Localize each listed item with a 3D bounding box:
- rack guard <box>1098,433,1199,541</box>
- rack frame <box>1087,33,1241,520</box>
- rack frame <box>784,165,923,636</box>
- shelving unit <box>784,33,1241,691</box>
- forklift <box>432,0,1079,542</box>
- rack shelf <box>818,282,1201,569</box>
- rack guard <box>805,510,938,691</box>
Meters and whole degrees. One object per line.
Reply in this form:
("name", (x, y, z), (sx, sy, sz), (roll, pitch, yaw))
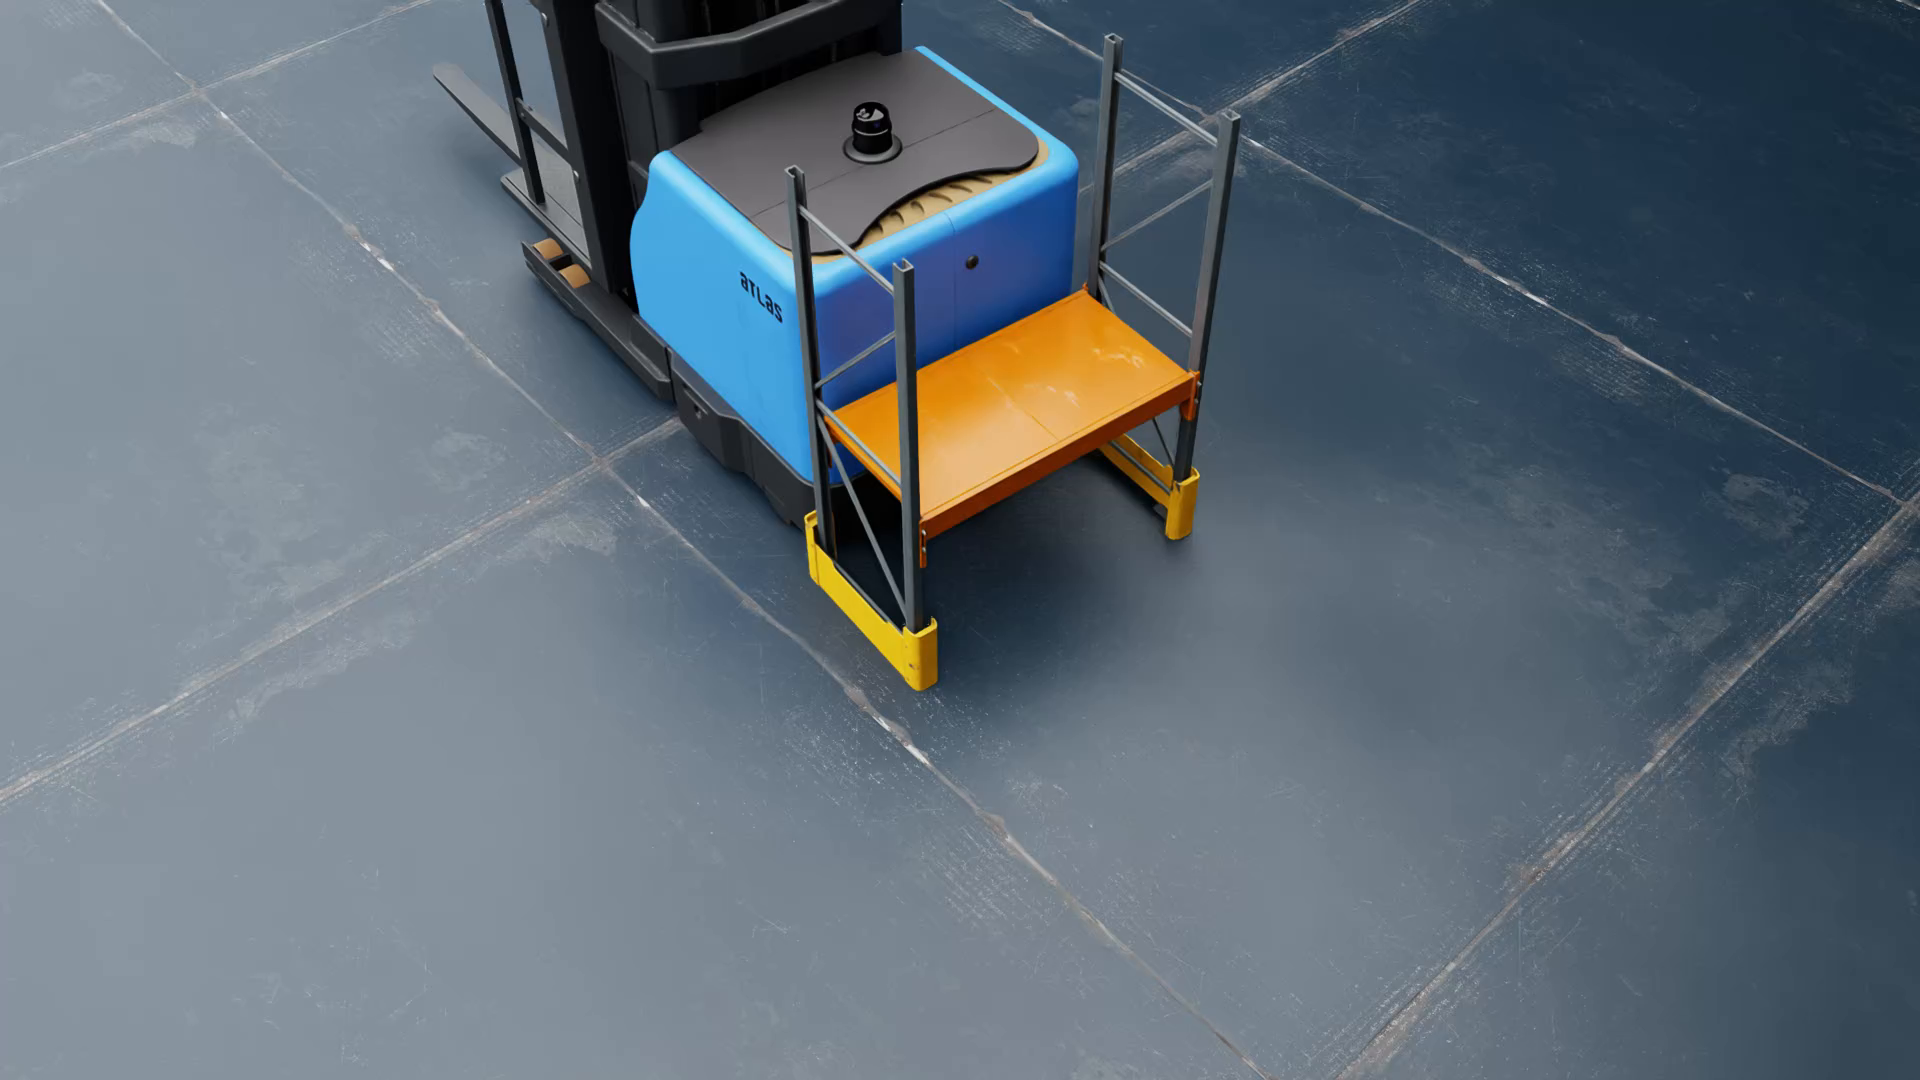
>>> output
("rack guard", (0.533, -0.267, 5.326), (0.087, 0.250, 0.587), (-29, 54, -24))
("rack frame", (0.549, -0.699, 4.875), (0.032, 1.500, 0.500), (-29, 54, -24))
("rack frame", (-0.266, -0.252, 4.462), (0.032, 1.500, 0.500), (-29, 54, -24))
("shelving unit", (0.134, -0.472, 4.665), (1.083, 1.500, 0.587), (-29, 54, -24))
("forklift", (-0.937, -2.021, 5.120), (1.130, 2.935, 3.031), (-30, 54, -25))
("rack shelf", (0.142, -0.354, 4.801), (1.000, 0.185, 0.538), (-29, 54, -24))
("rack guard", (-0.265, 0.171, 4.922), (0.087, 0.250, 0.587), (-29, 54, -24))
